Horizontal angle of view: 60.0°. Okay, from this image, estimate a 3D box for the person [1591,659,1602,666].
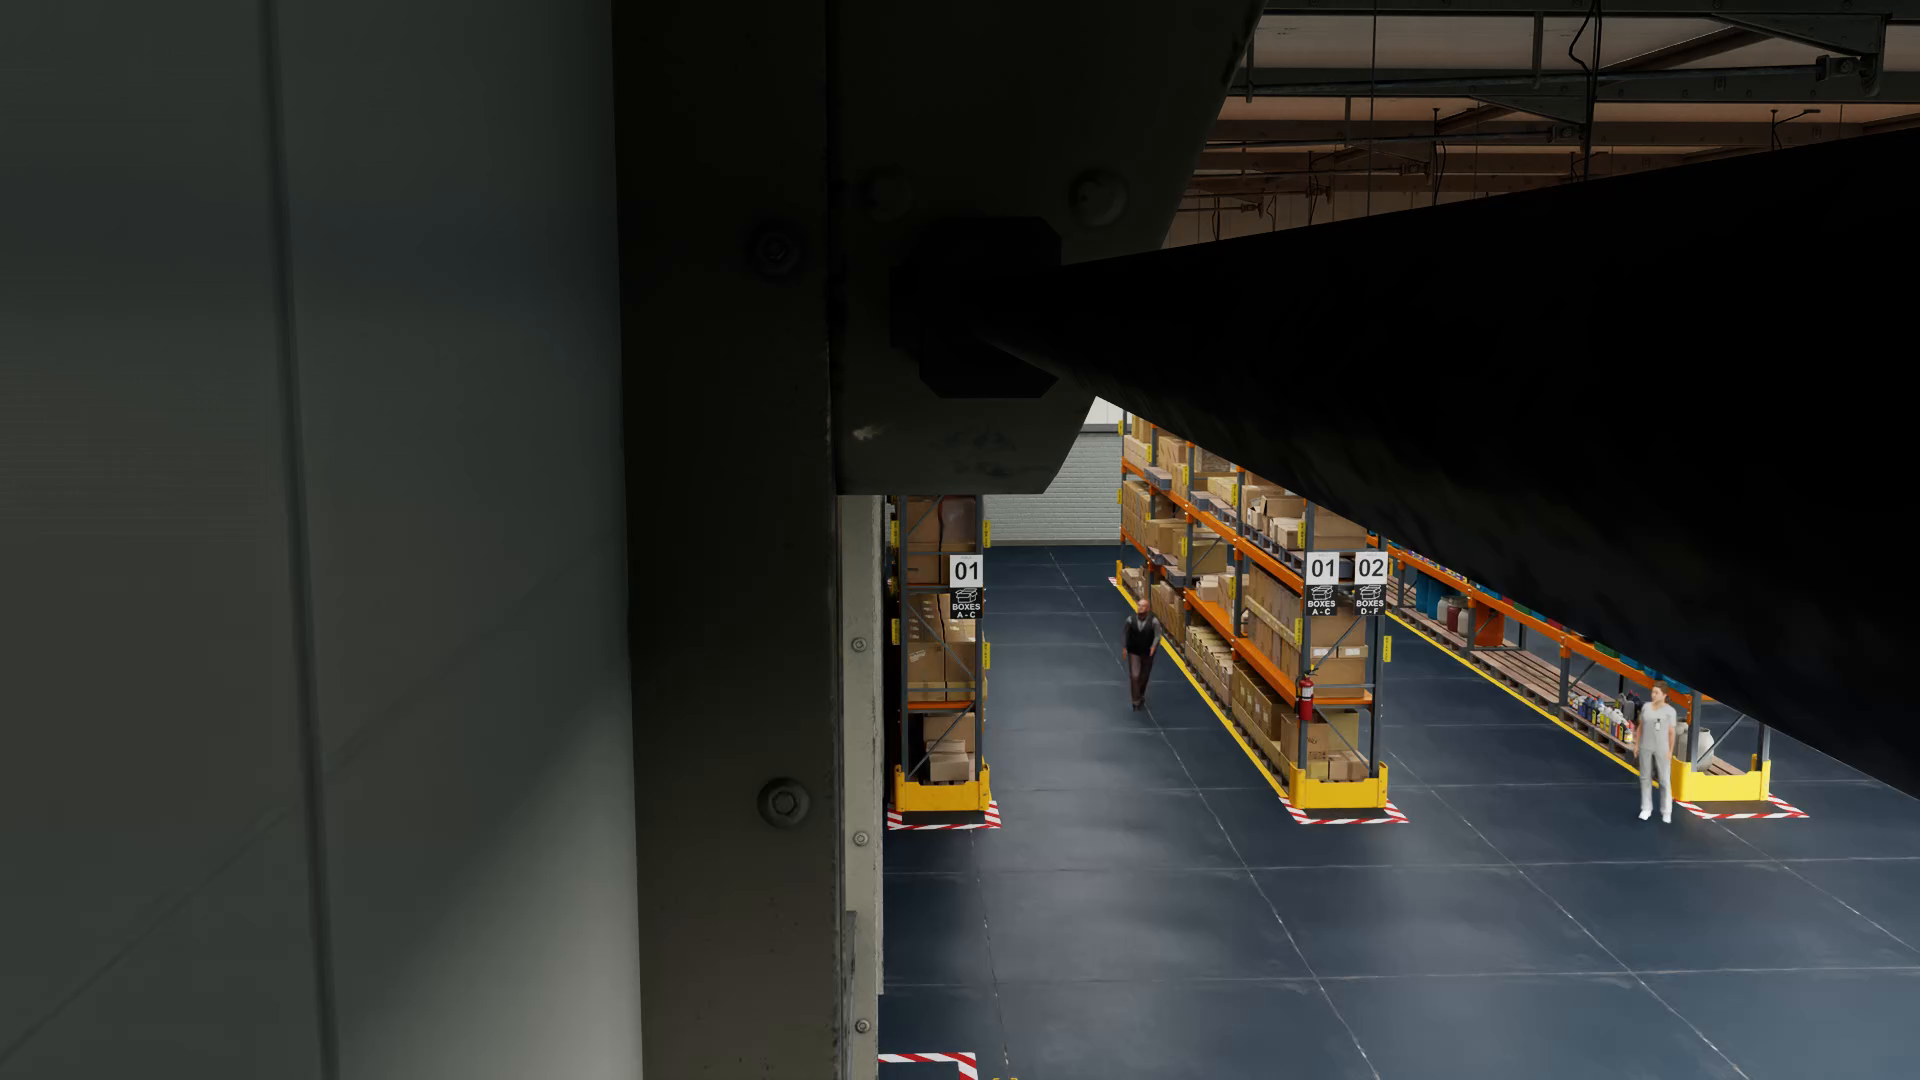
[{"bbox_3d":[10.984,1.396,27.973,0.587,1.643,0.950,-1,8,-8],"label":"person"}]

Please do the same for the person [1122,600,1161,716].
[{"bbox_3d":[2.789,1.771,25.494,0.570,1.723,0.940,0,8,-1],"label":"person"}]

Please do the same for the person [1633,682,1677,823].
[{"bbox_3d":[8.422,2.576,20.149,0.503,1.722,0.434,6,10,34],"label":"person"}]

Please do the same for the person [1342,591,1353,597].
[{"bbox_3d":[7.794,0.595,33.718,0.484,1.544,0.595,2,9,15],"label":"person"}]
